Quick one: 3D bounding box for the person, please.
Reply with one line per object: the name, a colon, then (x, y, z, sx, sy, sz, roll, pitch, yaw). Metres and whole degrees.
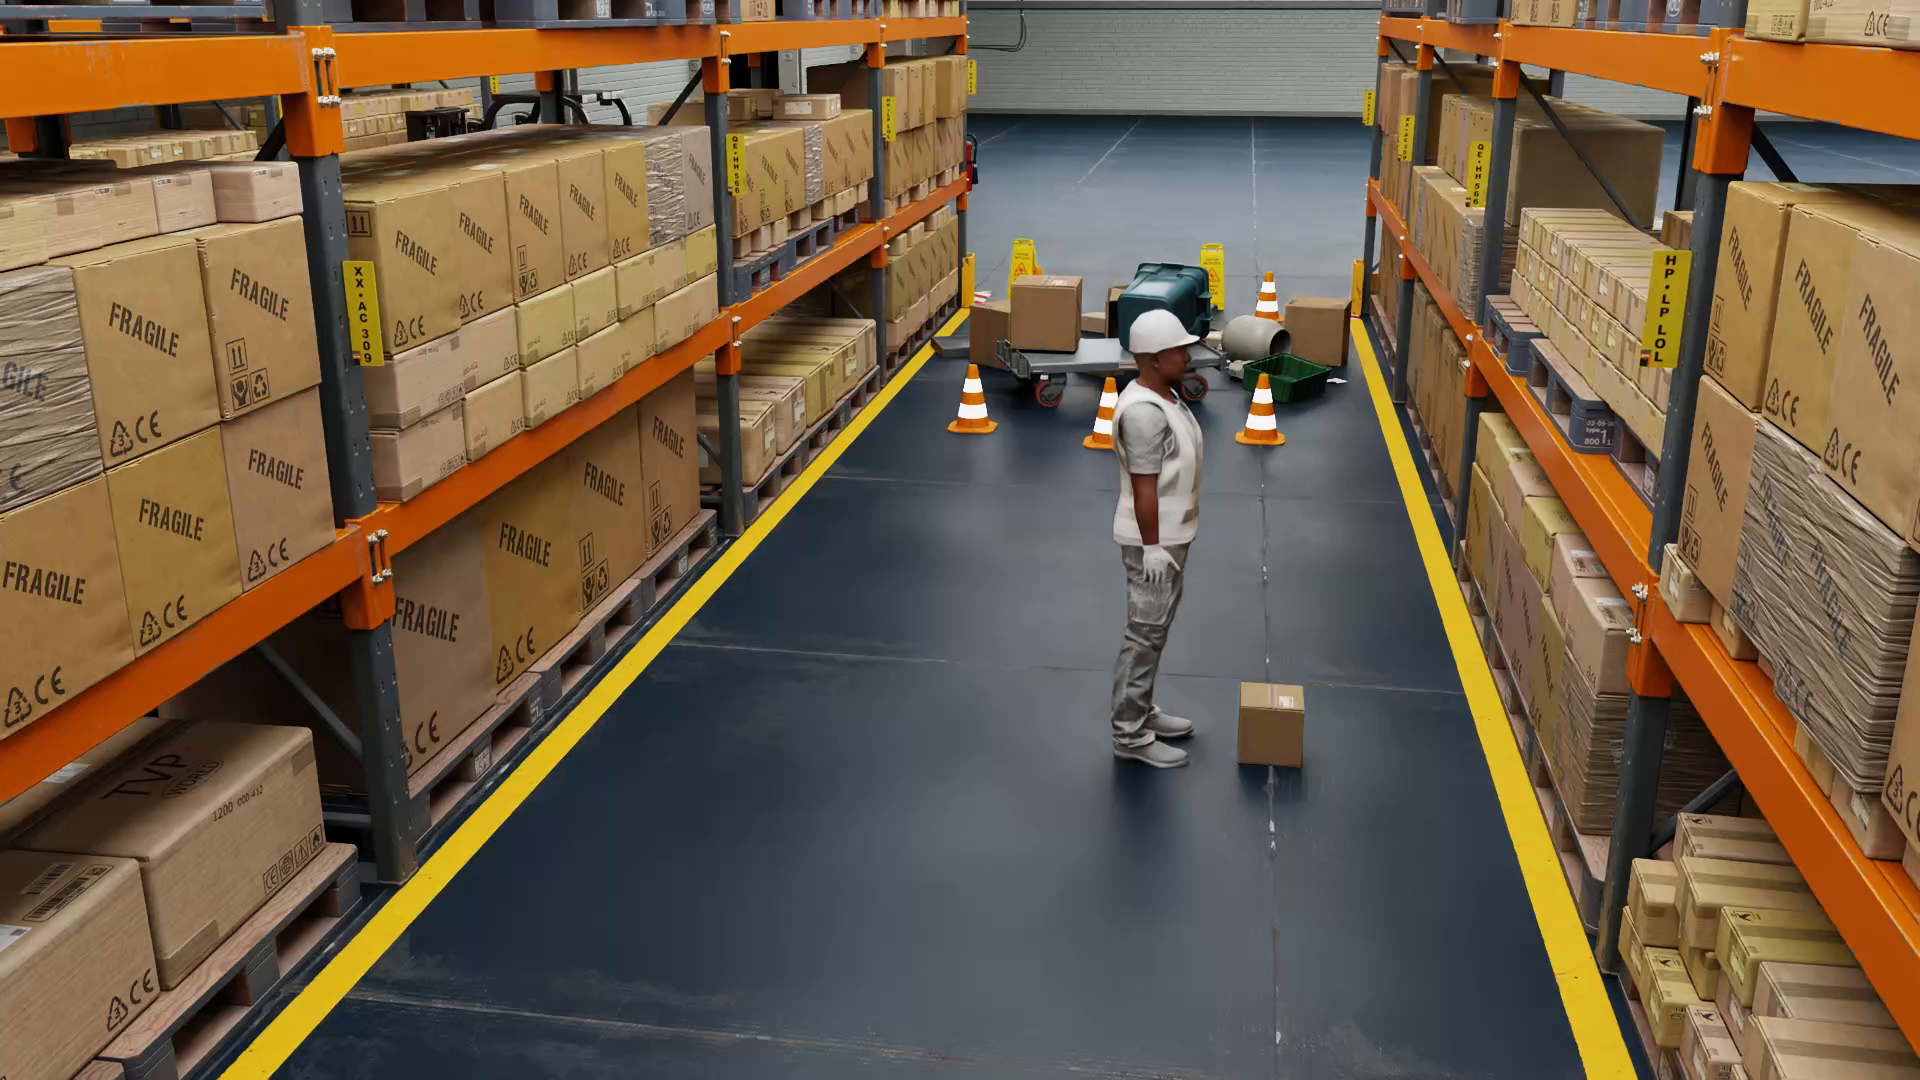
person: (0.775, -0.015, 6.570, 0.358, 1.791, 0.547, 3, 18, 10)
